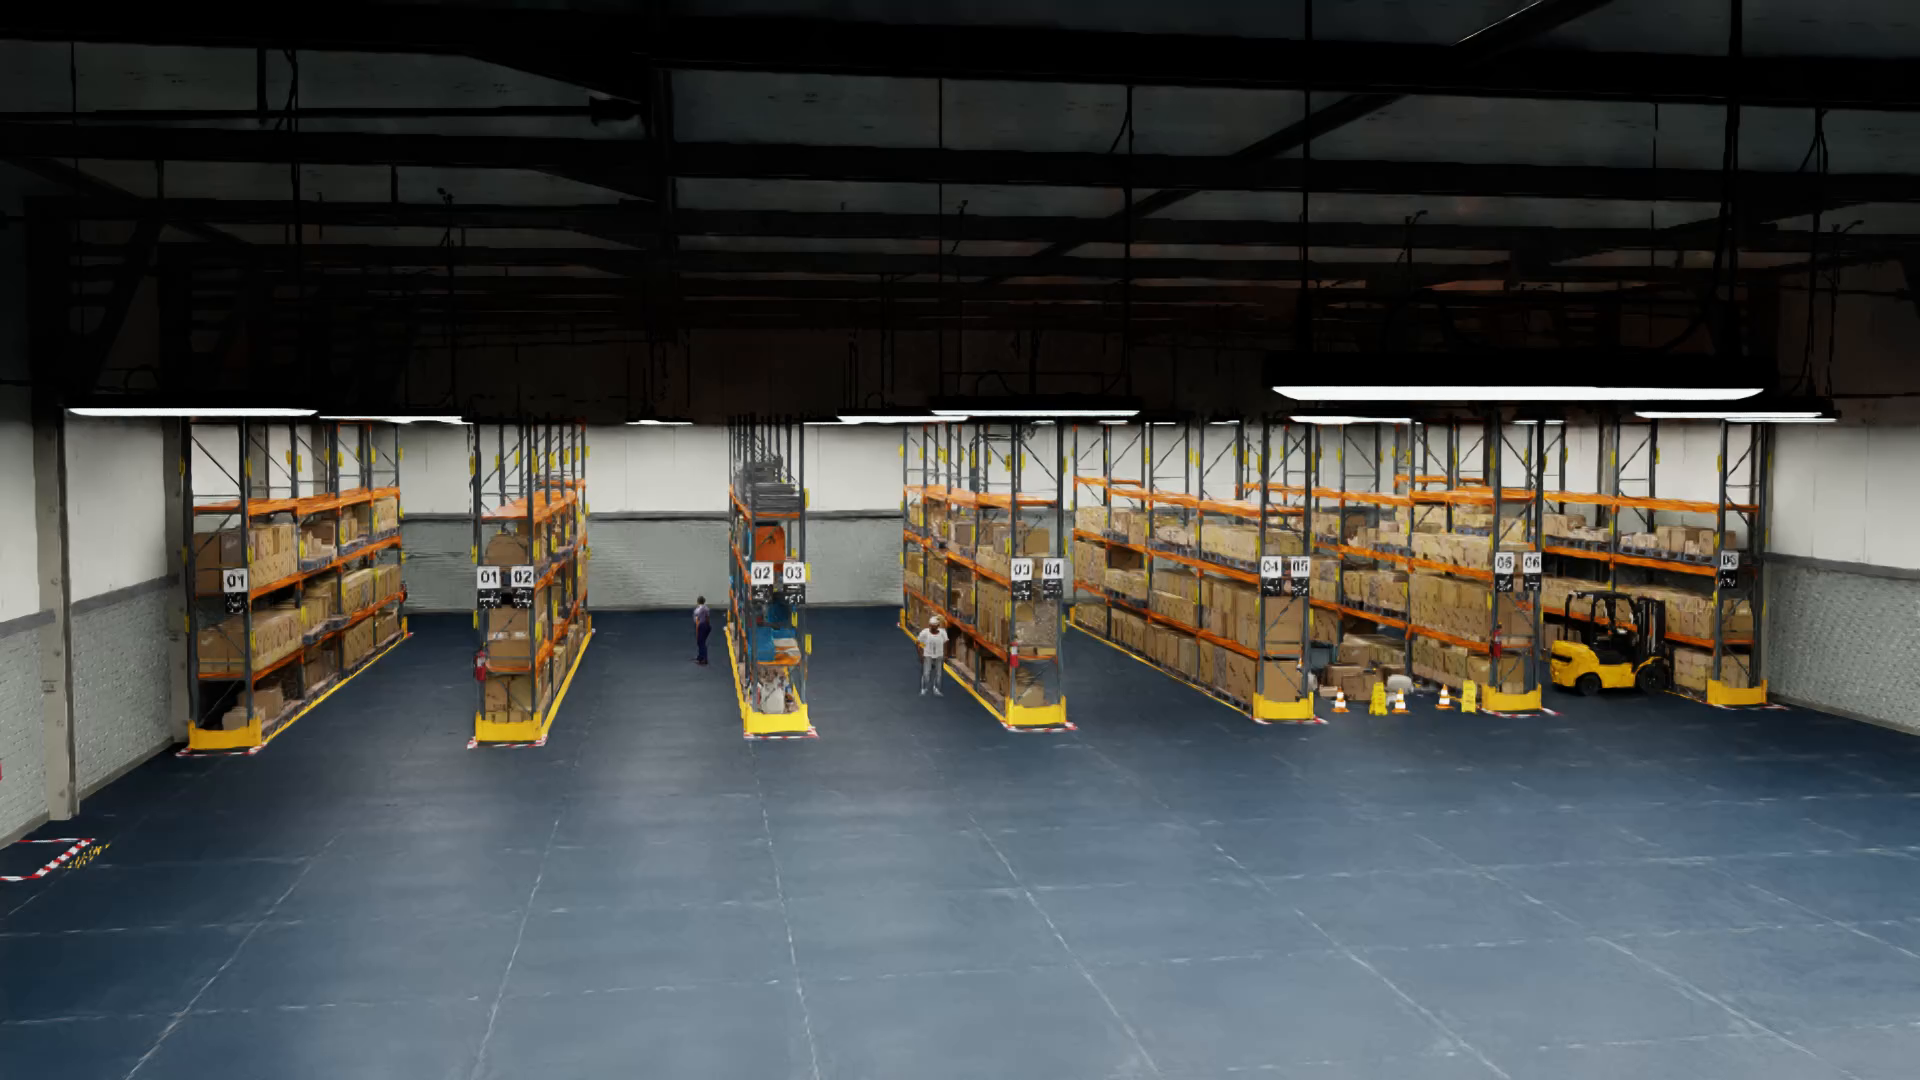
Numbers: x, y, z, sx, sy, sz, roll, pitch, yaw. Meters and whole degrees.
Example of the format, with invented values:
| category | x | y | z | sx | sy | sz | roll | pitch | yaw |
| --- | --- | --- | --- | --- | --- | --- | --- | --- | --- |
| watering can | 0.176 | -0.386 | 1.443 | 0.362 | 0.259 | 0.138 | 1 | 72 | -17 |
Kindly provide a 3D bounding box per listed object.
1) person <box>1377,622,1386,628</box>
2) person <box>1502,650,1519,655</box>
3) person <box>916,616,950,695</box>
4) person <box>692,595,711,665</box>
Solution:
| category | x | y | z | sx | sy | sz | roll | pitch | yaw |
| --- | --- | --- | --- | --- | --- | --- | --- | --- | --- |
| person | 11.853 | 1.654 | 47.351 | 0.540 | 1.668 | 0.545 | 1 | 4 | 7 |
| person | 12.273 | 2.281 | 37.200 | 0.450 | 1.785 | 0.670 | -2 | 5 | -32 |
| person | -0.574 | 2.468 | 35.390 | 0.719 | 1.714 | 0.578 | -1 | 4 | -11 |
| person | -6.295 | 2.156 | 40.235 | 0.577 | 1.644 | 0.663 | 1 | 4 | 18 |
